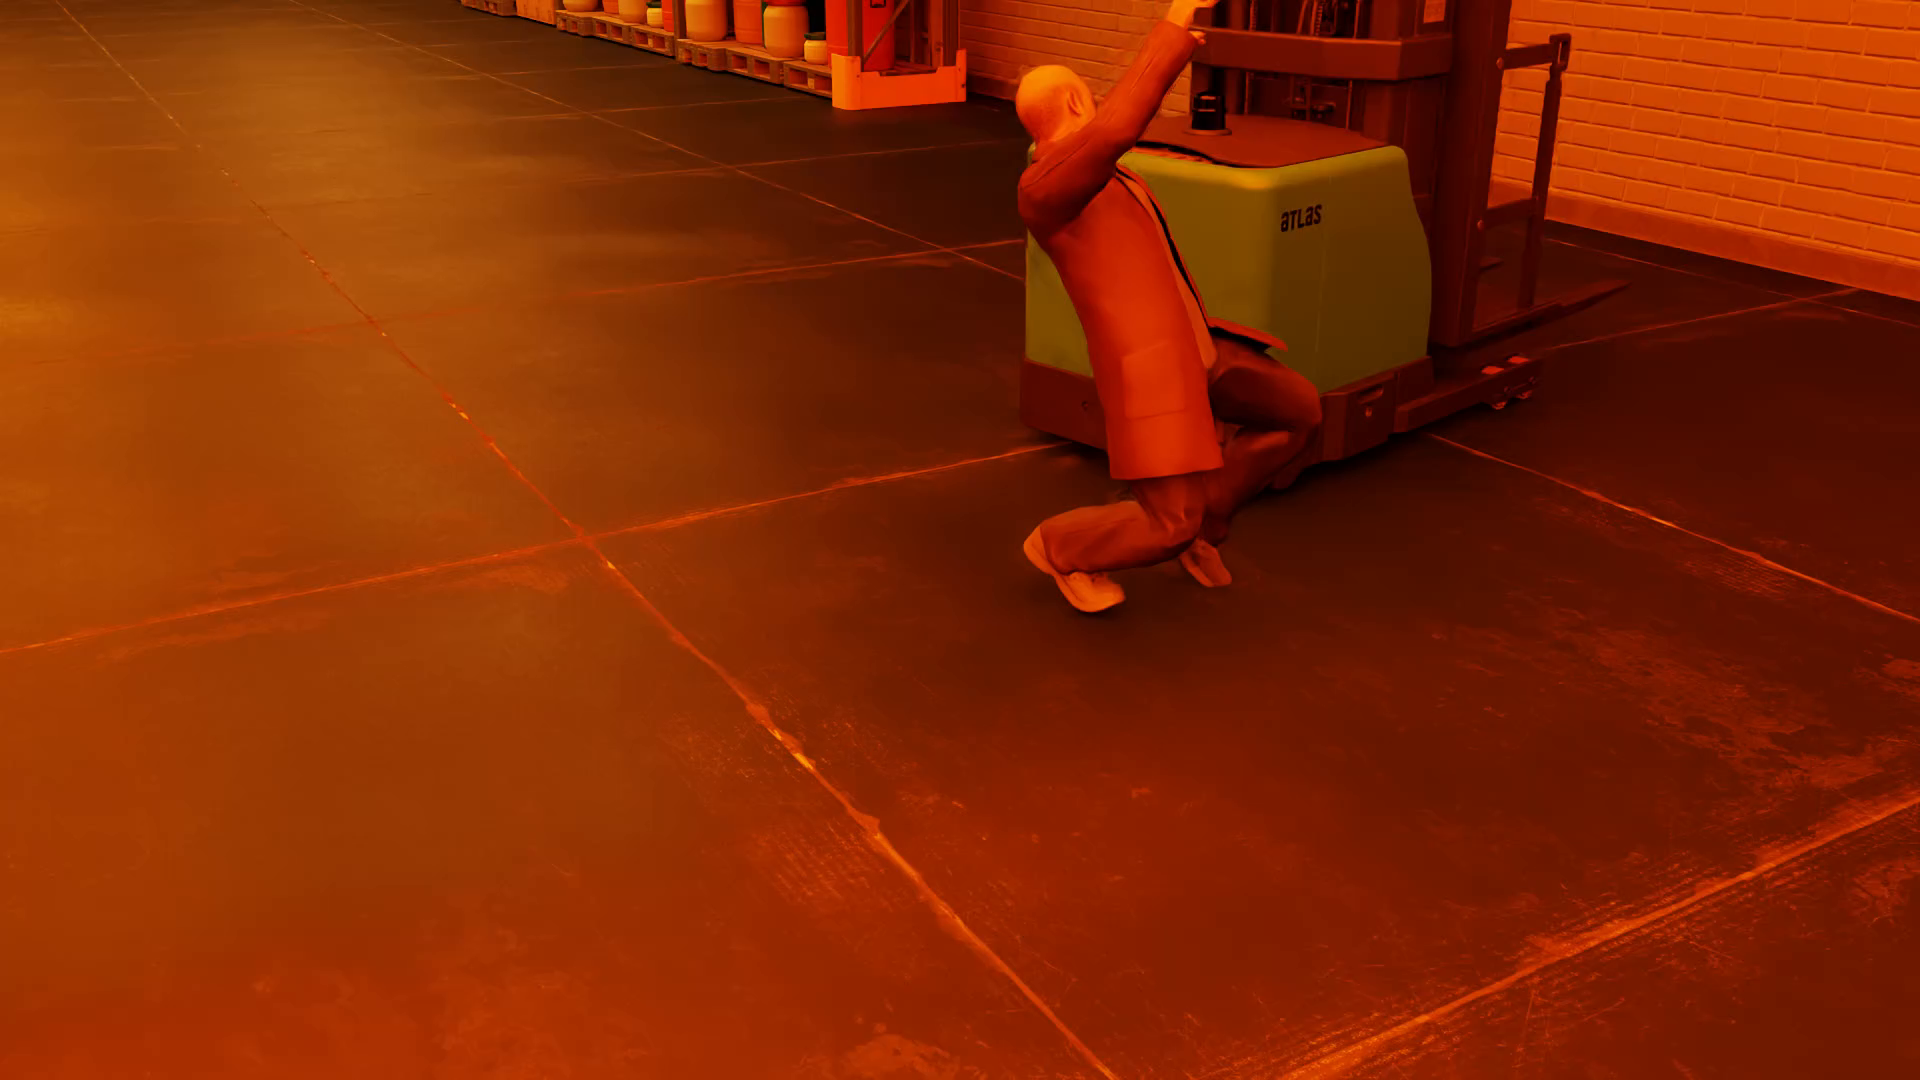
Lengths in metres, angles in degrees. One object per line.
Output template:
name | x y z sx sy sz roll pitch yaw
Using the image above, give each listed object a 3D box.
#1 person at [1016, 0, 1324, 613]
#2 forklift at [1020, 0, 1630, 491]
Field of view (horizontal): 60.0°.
person | 0.600 -0.661 4.564 0.831 1.722 1.148 10 24 23
forklift | 1.626 -1.978 6.094 3.031 2.935 1.130 -20 30 -40
